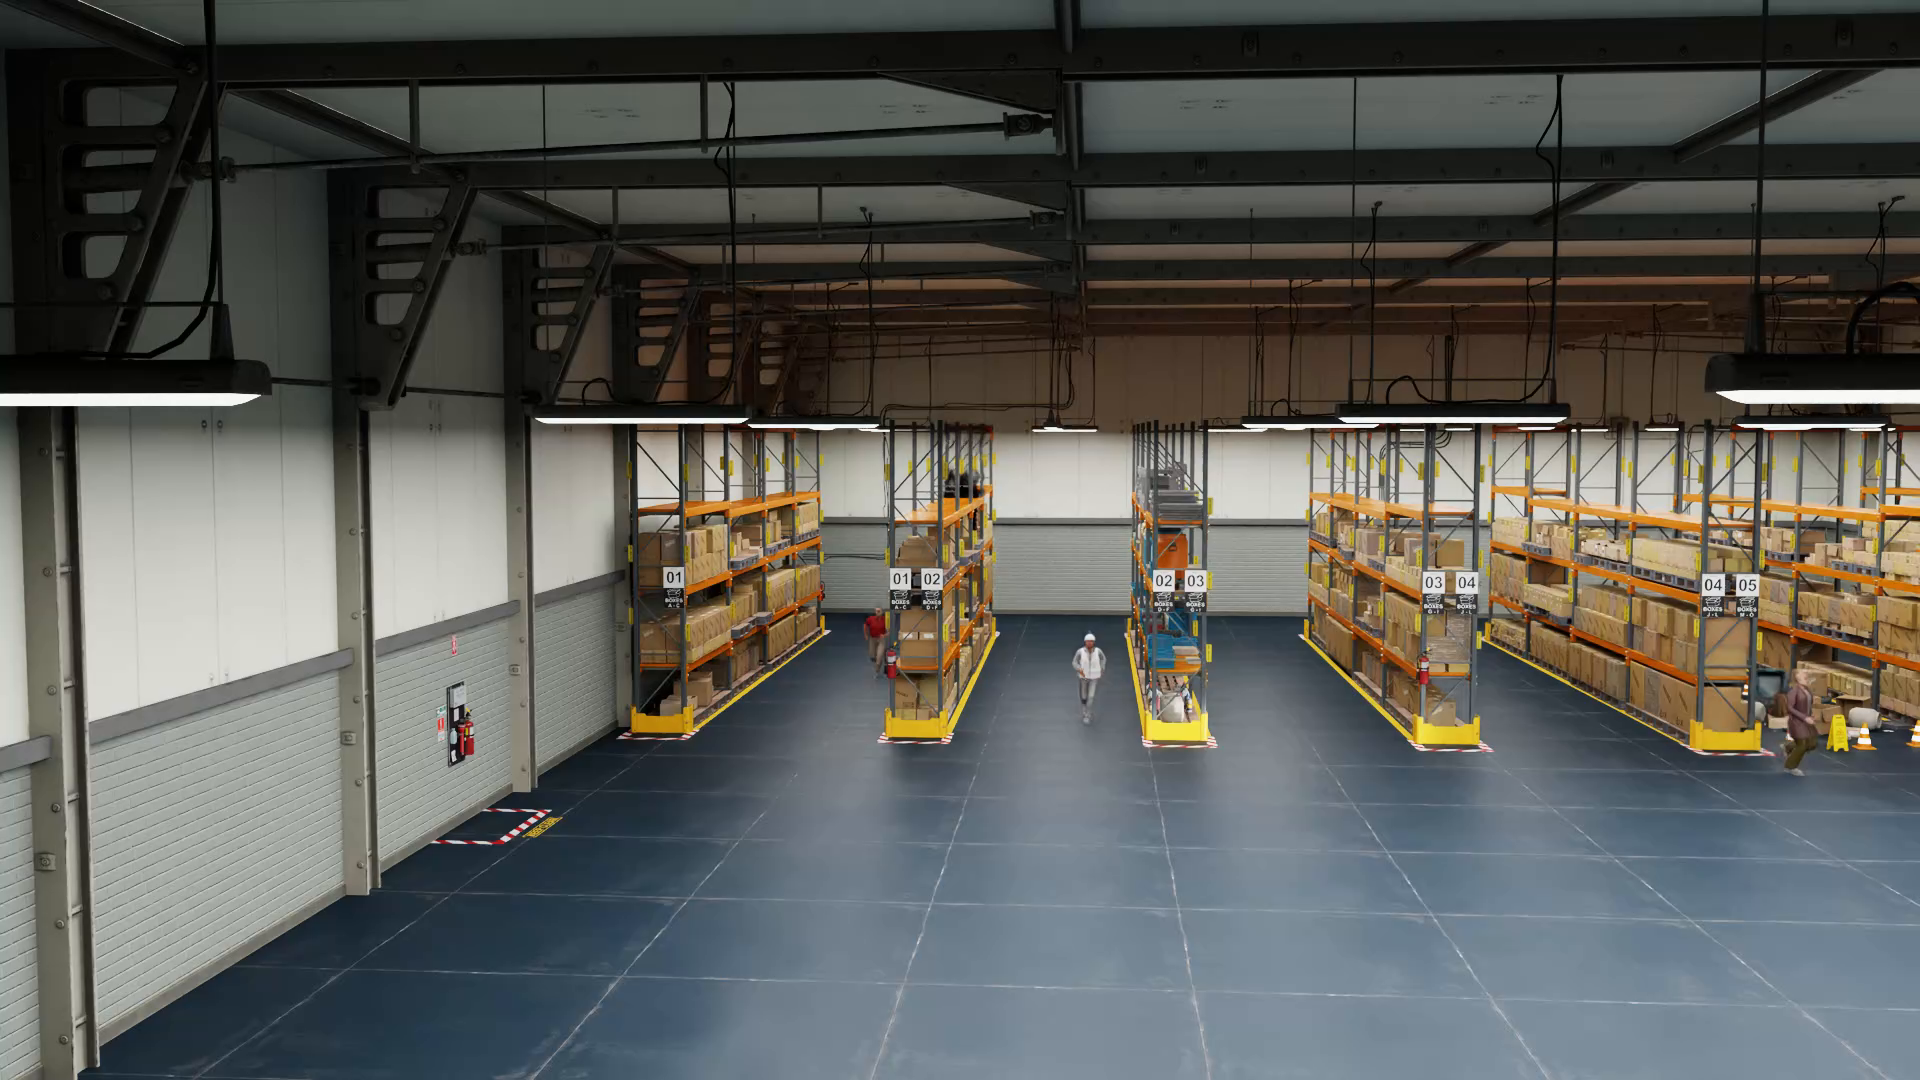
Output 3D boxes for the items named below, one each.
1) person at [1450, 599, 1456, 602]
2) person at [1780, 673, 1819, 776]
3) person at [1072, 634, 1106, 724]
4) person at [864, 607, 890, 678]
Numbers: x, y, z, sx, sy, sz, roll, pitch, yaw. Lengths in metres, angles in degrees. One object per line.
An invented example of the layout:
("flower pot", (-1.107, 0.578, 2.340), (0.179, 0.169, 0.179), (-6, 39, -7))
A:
("person", (14.136, 1.955, 47.447), (0.580, 1.552, 0.718), (0, 4, -5))
("person", (14.171, 3.093, 27.979), (0.739, 1.743, 0.638), (-2, 4, -32))
("person", (2.586, 2.751, 33.271), (0.683, 1.766, 0.855), (0, 4, 4))
("person", (-1.947, 2.415, 39.361), (0.702, 1.685, 0.704), (0, 4, 7))
